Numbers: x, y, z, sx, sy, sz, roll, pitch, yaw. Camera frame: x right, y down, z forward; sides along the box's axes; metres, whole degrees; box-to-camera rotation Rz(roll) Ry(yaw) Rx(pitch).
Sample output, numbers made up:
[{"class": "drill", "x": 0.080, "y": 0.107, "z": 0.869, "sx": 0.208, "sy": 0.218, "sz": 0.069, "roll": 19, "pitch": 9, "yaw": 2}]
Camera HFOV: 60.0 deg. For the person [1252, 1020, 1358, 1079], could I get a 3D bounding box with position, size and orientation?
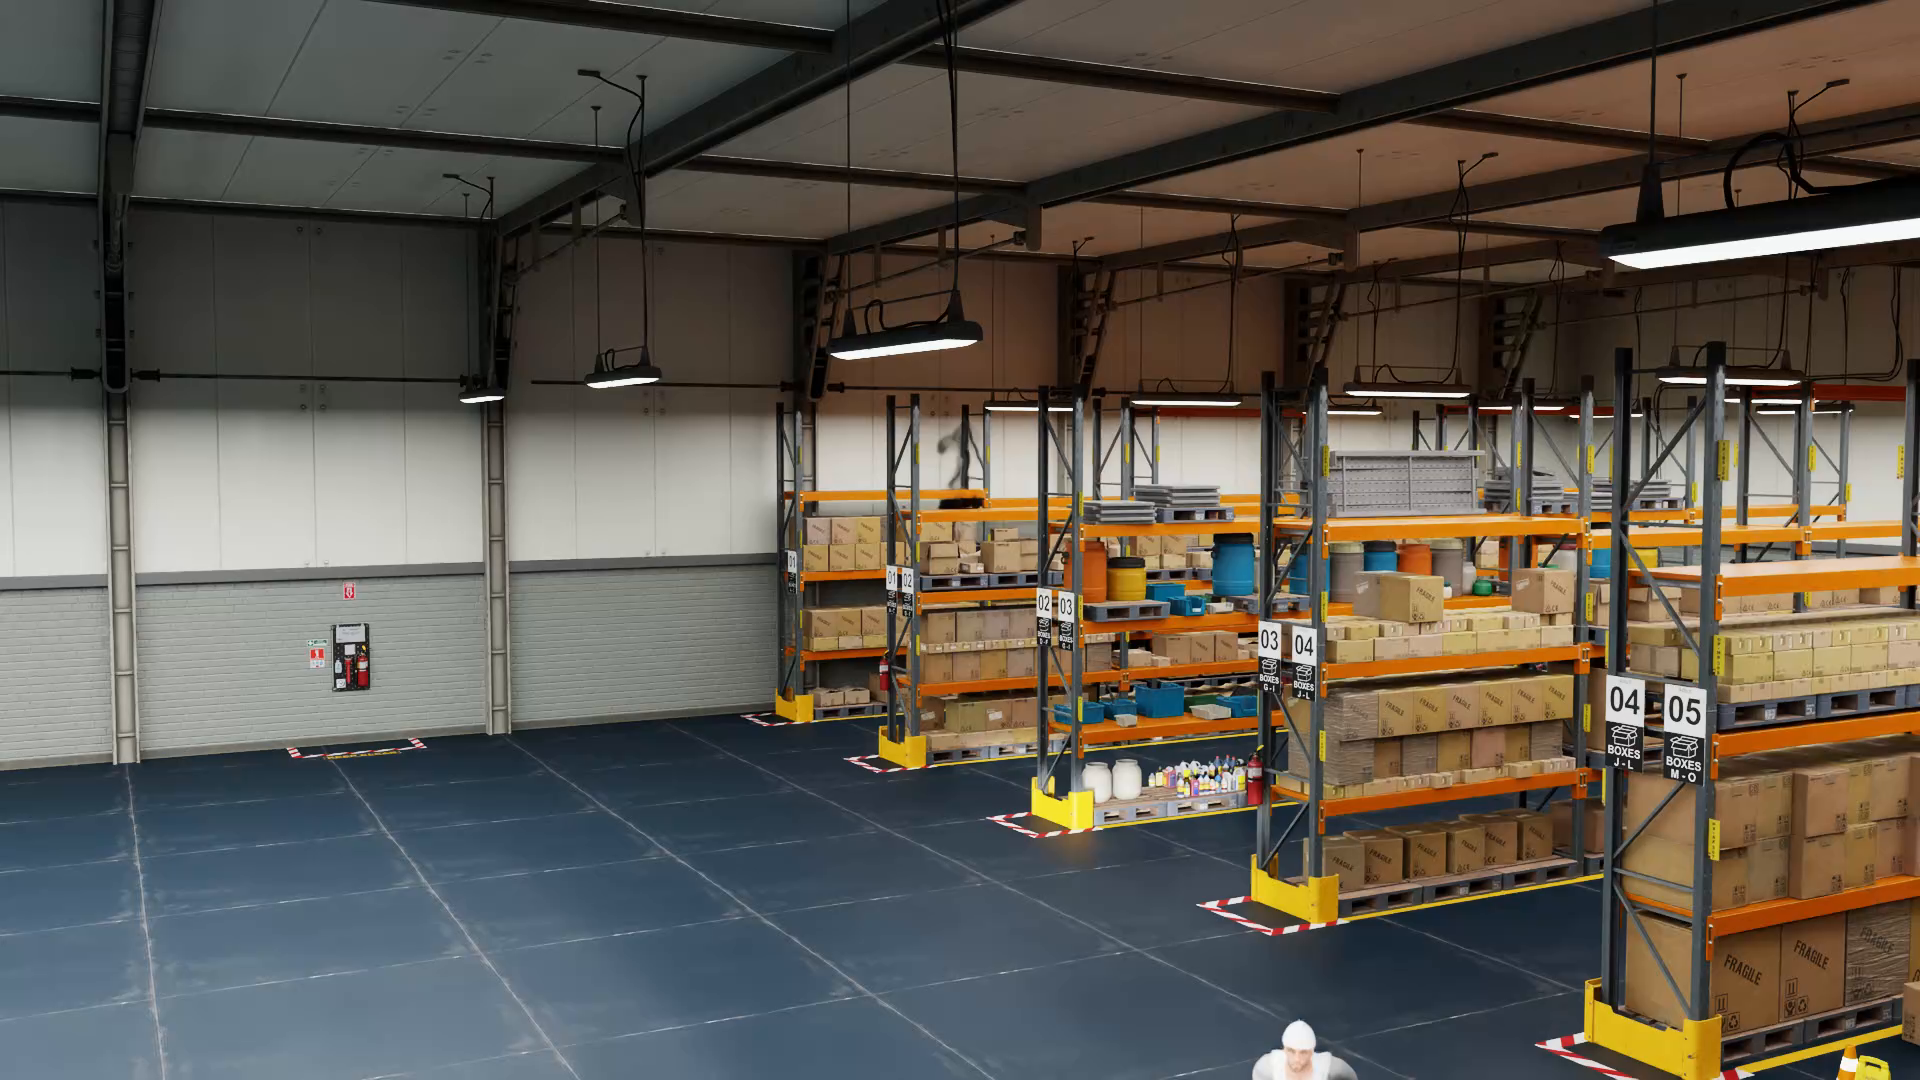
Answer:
[{"class": "person", "x": 2.157, "y": 3.740, "z": 10.357, "sx": 0.674, "sy": 1.728, "sz": 1.012, "roll": 1, "pitch": 3, "yaw": 15}]
